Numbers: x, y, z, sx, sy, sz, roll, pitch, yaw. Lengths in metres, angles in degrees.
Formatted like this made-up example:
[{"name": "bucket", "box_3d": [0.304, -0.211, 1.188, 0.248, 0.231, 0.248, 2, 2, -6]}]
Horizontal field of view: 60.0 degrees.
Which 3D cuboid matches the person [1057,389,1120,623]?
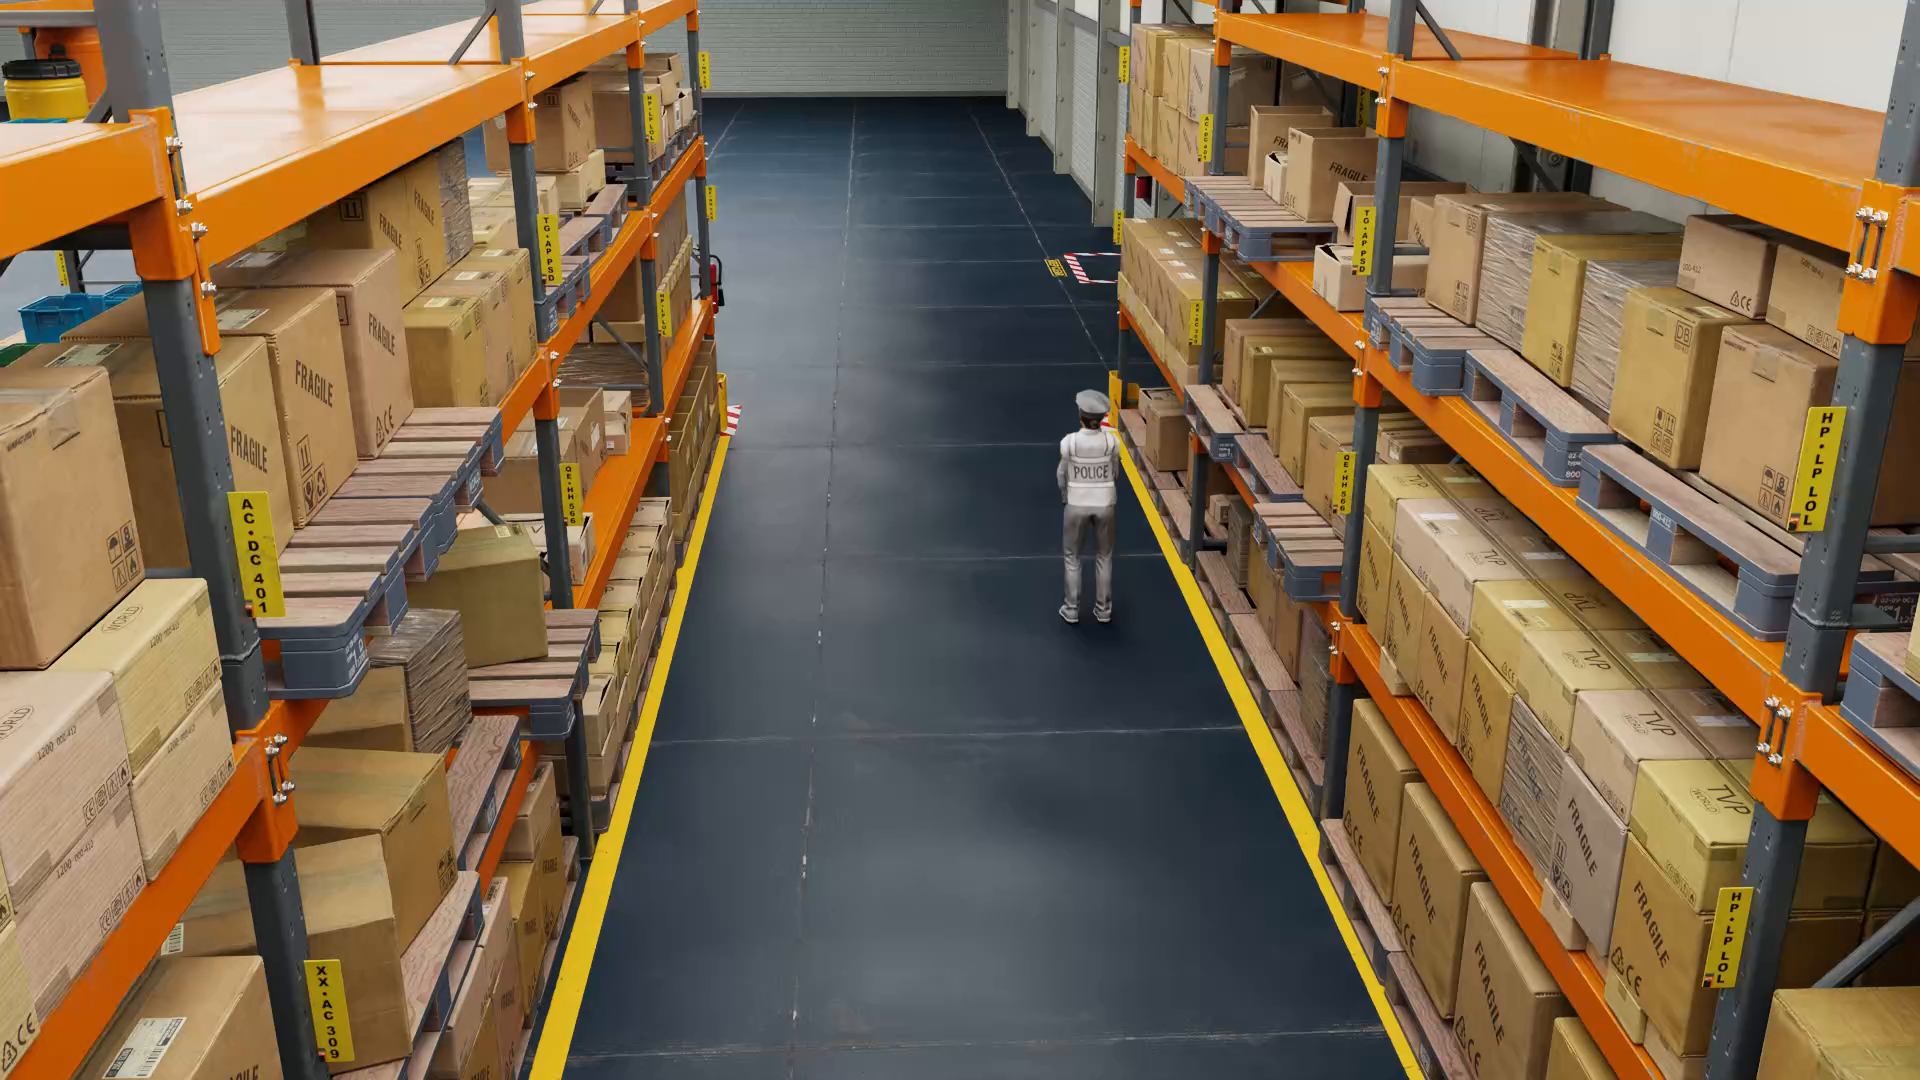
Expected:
[{"name": "person", "box_3d": [0.899, -0.255, 11.733, 0.434, 1.691, 0.515, -1, 21, -4]}]
